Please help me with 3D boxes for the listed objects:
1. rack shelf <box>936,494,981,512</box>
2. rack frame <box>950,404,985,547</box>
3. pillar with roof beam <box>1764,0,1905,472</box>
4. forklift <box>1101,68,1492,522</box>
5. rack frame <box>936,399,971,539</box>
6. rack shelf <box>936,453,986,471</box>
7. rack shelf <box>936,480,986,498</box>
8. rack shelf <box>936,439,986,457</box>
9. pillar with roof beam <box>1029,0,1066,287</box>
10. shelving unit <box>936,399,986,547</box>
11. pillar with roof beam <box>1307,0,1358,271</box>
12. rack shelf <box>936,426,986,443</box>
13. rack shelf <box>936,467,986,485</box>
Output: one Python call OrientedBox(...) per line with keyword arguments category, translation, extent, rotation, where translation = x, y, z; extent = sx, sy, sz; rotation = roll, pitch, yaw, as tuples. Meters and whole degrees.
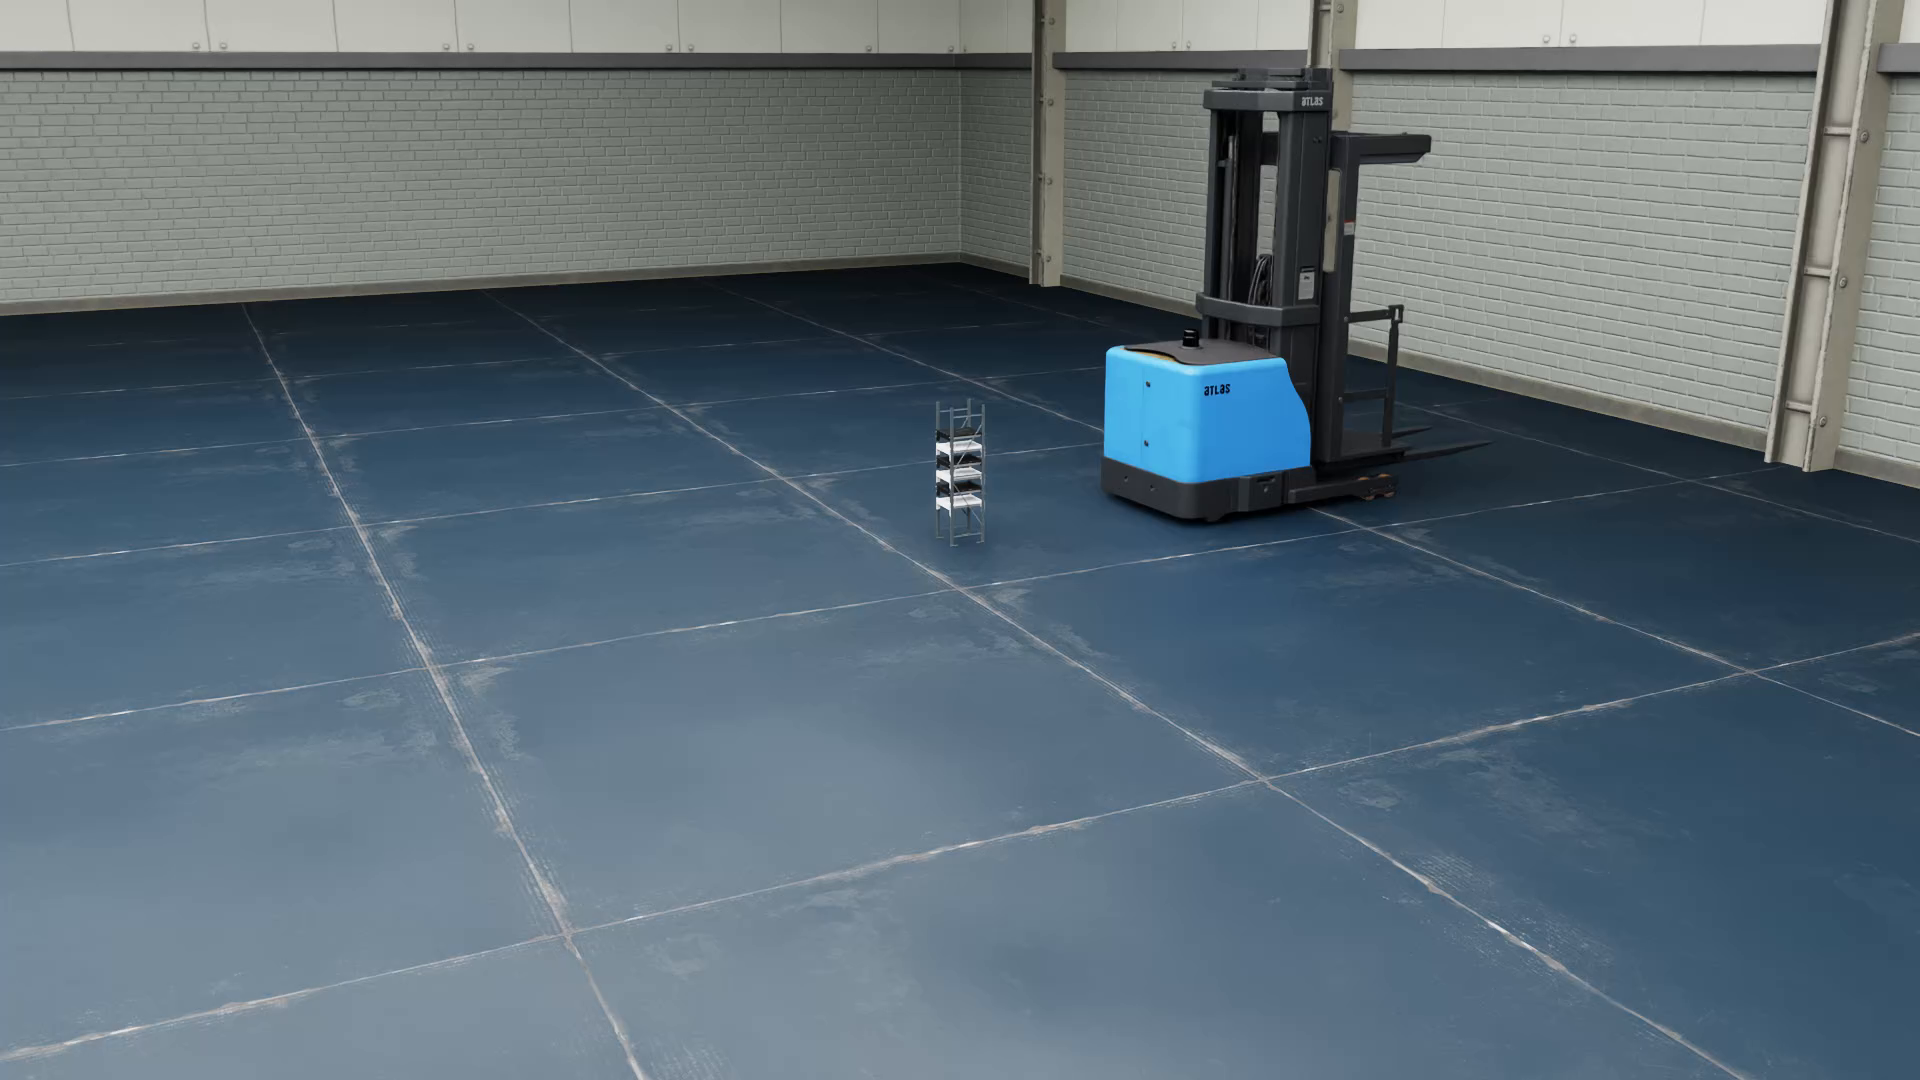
OrientedBox(category="rack shelf", translation=(0.004, -0.225, 10.678), extent=(0.258, 0.077, 0.200), rotation=(-8, 18, -25))
OrientedBox(category="rack frame", translation=(0.048, -0.405, 10.532), extent=(0.240, 0.900, 0.006), rotation=(-8, 18, -25))
OrientedBox(category="pillar with roof beam", translation=(2.577, -4.385, 9.717), extent=(9.100, 9.000, 0.400), rotation=(-8, 18, -25))
OrientedBox(category="forklift", translation=(2.531, -1.802, 11.717), extent=(3.031, 2.935, 1.130), rotation=(-9, 18, -29))
OrientedBox(category="rack frame", translation=(-0.041, -0.456, 10.707), extent=(0.240, 0.900, 0.006), rotation=(-8, 18, -25))
OrientedBox(category="rack shelf", translation=(0.004, -0.485, 10.604), extent=(0.258, 0.077, 0.200), rotation=(-8, 18, -25))
OrientedBox(category="rack shelf", translation=(0.004, -0.312, 10.654), extent=(0.258, 0.077, 0.200), rotation=(-8, 18, -25))
OrientedBox(category="rack shelf", translation=(0.004, -0.572, 10.579), extent=(0.258, 0.077, 0.200), rotation=(-8, 18, -25))
OrientedBox(category="pillar with roof beam", translation=(-2.680, -7.361, 20.086), extent=(9.100, 9.000, 0.400), rotation=(-8, 18, -25))
OrientedBox(category="shelving unit", translation=(0.004, -0.431, 10.620), extent=(0.258, 0.900, 0.210), rotation=(-8, 18, -25))
OrientedBox(category="pillar with roof beam", translation=(-0.052, -5.873, 14.902), extent=(9.100, 9.000, 0.400), rotation=(-8, 18, -25))
OrientedBox(category="rack shelf", translation=(0.004, -0.658, 10.554), extent=(0.258, 0.077, 0.200), rotation=(-8, 18, -25))
OrientedBox(category="rack shelf", translation=(0.004, -0.398, 10.629), extent=(0.258, 0.077, 0.200), rotation=(-8, 18, -25))
